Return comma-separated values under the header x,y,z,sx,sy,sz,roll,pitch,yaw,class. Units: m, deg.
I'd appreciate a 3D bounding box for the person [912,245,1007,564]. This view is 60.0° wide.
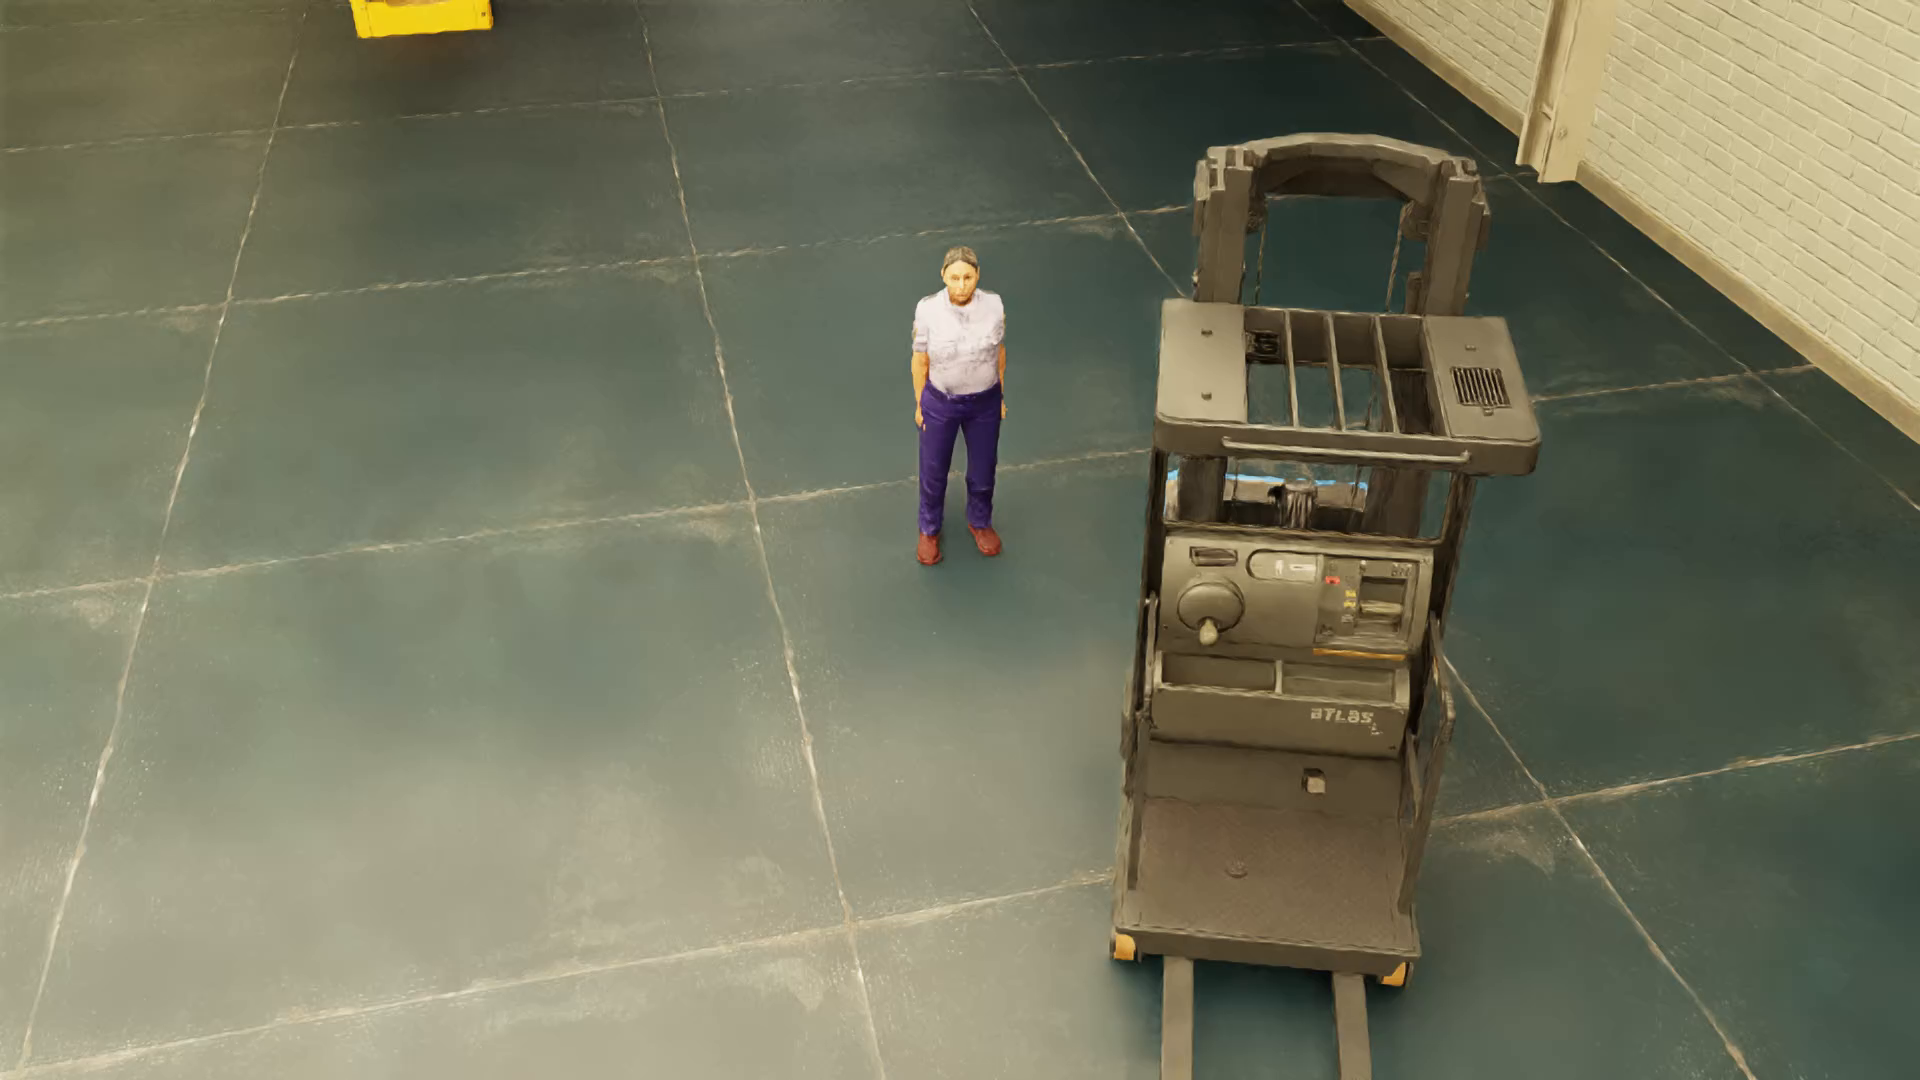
x,y,z,sx,sy,sz,roll,pitch,yaw,class
-0.004,-0.657,8.066,0.480,1.653,0.349,-8,36,-11,person

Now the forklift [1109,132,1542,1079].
x,y,z,sx,sy,sz,roll,pitch,yaw,class
1.157,0.262,5.687,1.130,2.935,3.031,4,36,6,forklift
